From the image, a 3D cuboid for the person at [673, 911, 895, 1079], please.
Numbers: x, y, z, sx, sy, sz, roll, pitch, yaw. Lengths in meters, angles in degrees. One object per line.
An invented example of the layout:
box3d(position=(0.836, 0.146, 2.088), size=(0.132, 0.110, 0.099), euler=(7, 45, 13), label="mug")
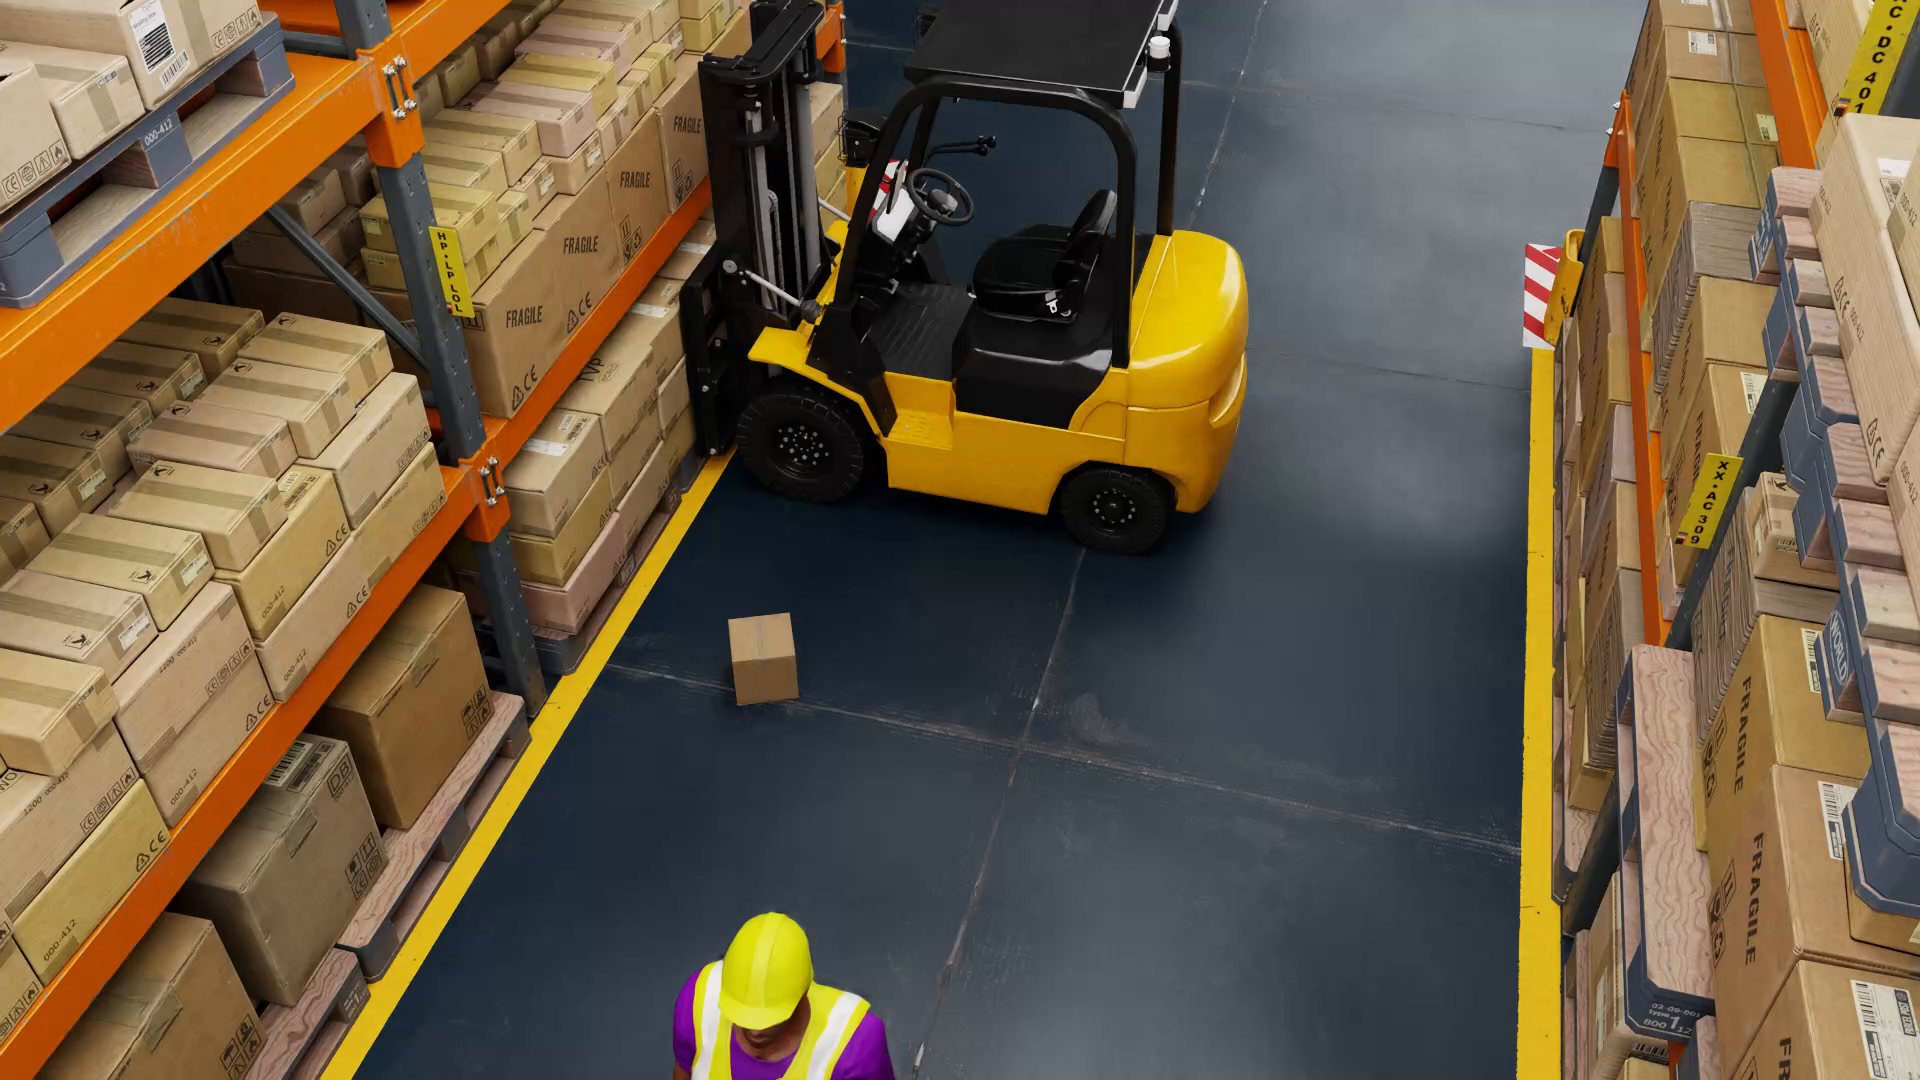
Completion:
box3d(position=(-0.461, 1.555, 4.296), size=(0.609, 1.757, 0.563), euler=(11, 42, 12), label="person")
